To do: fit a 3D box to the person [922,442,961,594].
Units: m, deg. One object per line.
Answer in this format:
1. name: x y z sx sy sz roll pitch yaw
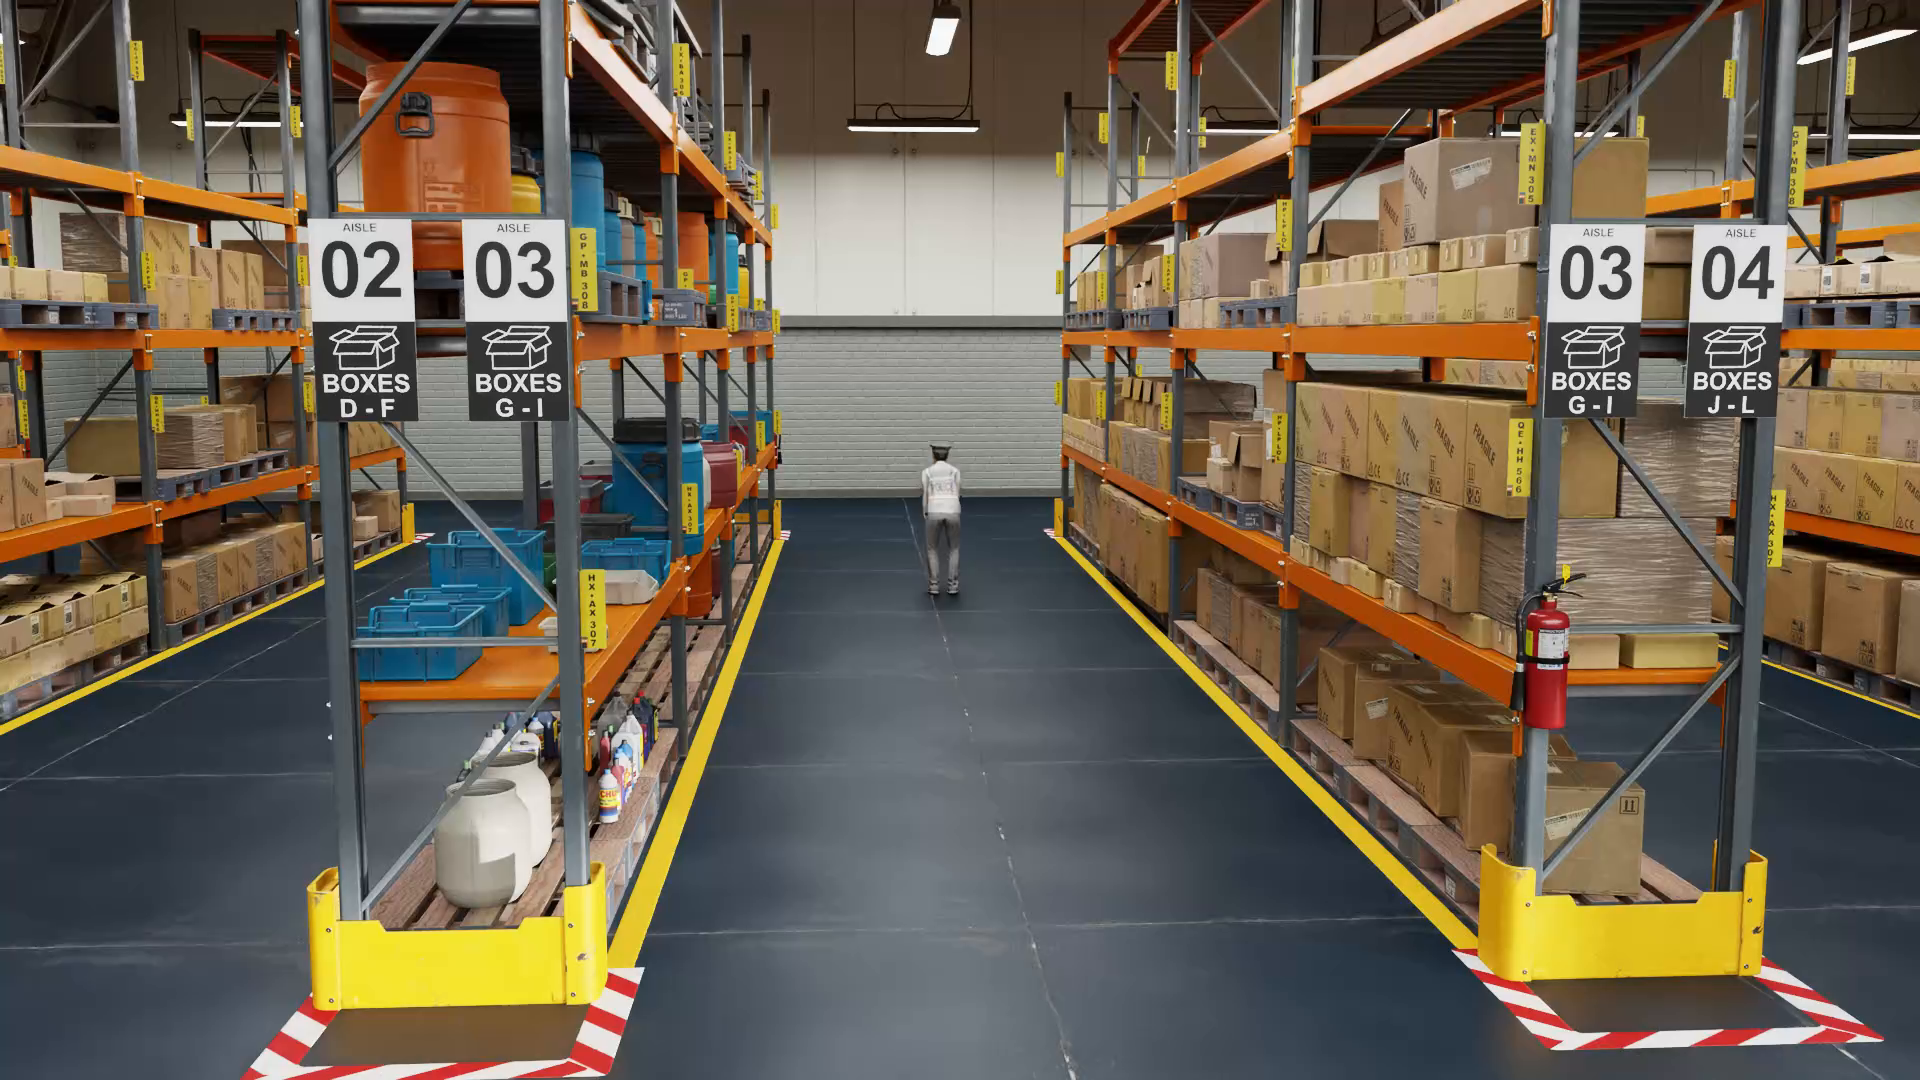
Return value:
1. person: -0.201 -0.233 17.825 0.413 1.632 0.555 -1 7 -5
